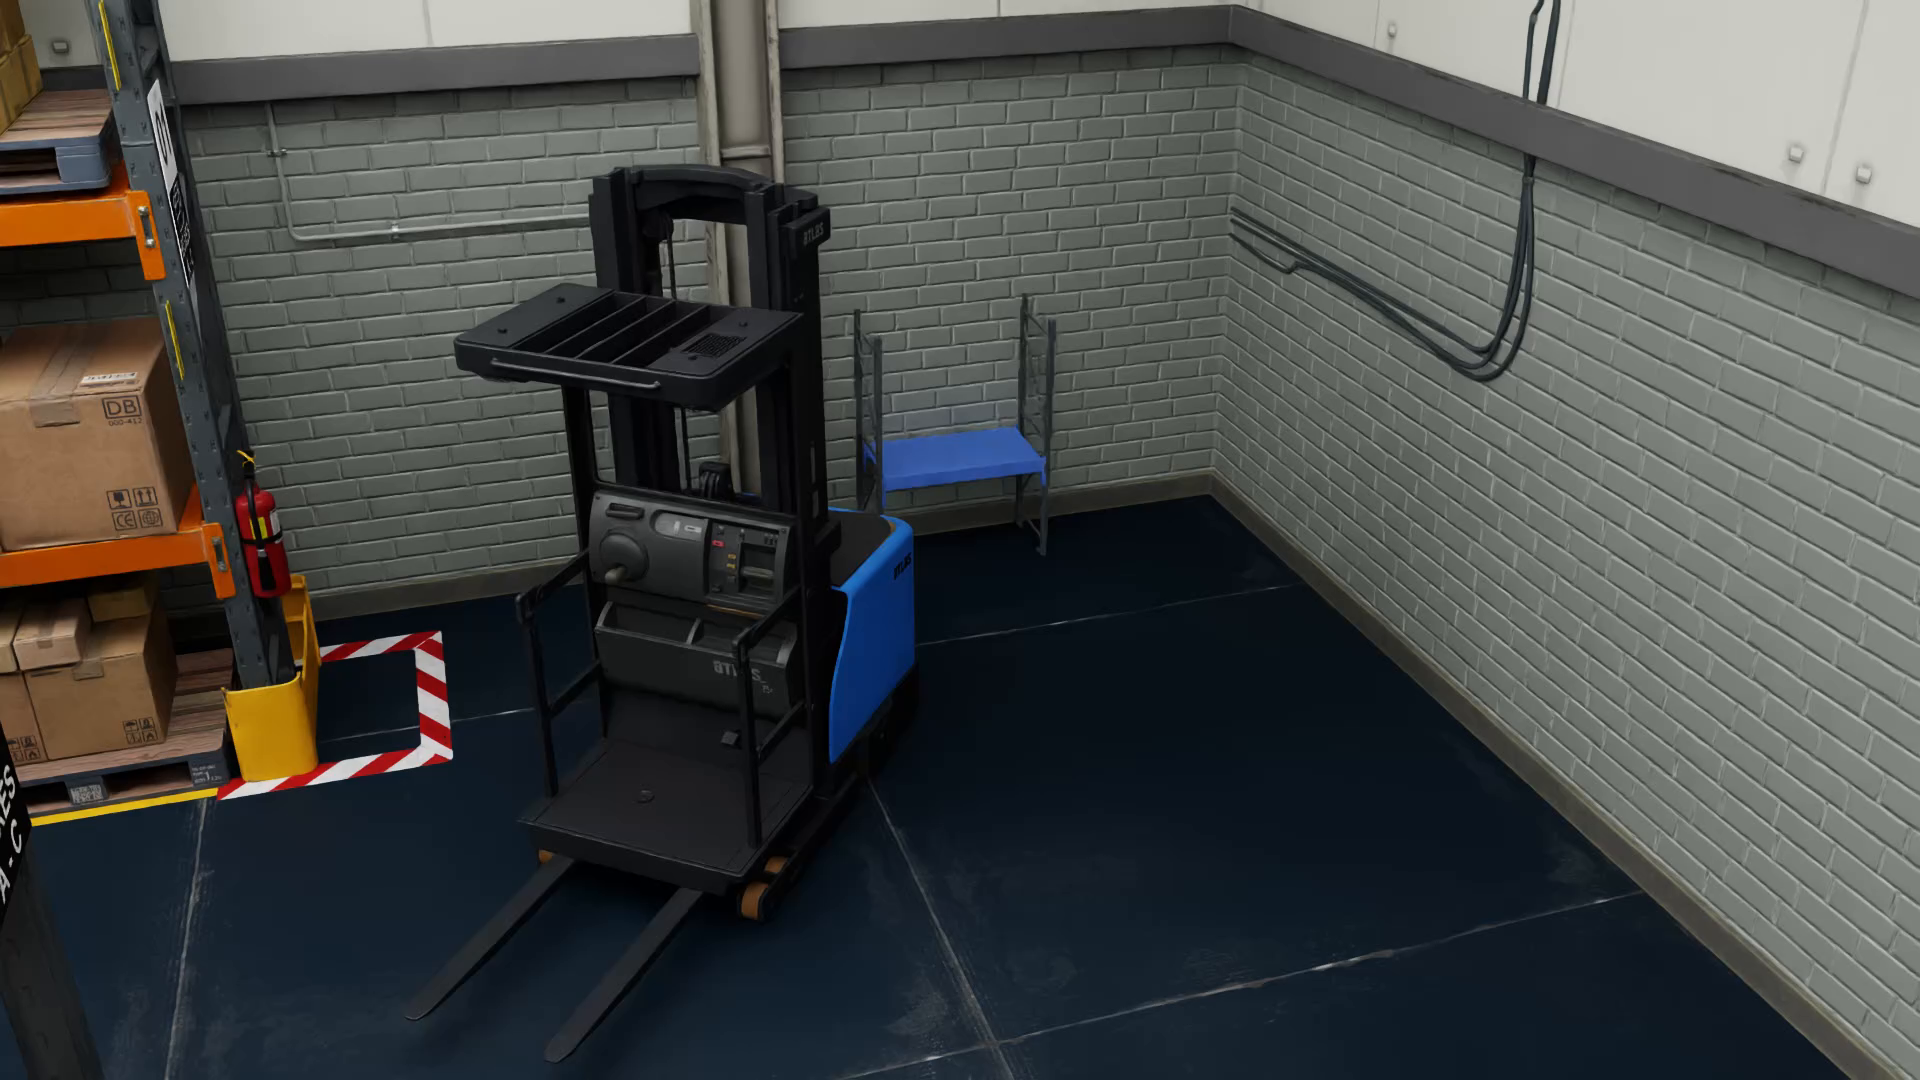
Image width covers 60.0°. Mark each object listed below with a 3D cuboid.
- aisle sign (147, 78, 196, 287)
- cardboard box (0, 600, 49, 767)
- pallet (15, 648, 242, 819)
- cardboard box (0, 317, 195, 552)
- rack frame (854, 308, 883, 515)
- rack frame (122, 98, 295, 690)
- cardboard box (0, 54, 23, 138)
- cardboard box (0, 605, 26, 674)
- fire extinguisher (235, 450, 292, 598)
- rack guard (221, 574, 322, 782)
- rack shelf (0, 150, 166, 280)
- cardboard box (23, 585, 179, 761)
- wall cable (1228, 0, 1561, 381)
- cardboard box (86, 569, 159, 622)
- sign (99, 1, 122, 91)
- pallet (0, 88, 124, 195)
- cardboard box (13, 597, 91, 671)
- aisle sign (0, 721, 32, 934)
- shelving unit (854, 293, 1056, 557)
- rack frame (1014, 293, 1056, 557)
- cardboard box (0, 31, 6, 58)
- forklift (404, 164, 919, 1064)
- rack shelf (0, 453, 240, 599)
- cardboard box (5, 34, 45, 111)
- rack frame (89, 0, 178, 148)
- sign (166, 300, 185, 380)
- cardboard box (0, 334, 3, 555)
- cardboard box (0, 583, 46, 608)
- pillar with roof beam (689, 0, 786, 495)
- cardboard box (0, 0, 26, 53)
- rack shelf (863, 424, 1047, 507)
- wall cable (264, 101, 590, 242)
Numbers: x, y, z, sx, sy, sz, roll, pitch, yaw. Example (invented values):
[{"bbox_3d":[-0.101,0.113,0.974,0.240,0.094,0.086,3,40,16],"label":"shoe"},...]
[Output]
[{"bbox_3d":[-3.297,-1.495,6.965,0.004,0.787,0.394,-8,28,-16],"label":"aisle sign"},{"bbox_3d":[-4.569,0.691,7.823,0.500,0.500,0.700,-8,28,-16],"label":"cardboard box"},{"bbox_3d":[-4.195,0.944,8.111,1.213,0.211,1.003,-8,28,-16],"label":"pallet"},{"bbox_3d":[-3.941,-0.508,7.562,0.700,0.700,0.980,-7,27,-14],"label":"cardboard box"},{"bbox_3d":[-0.527,-0.545,9.635,0.032,1.500,0.500,-8,29,-16],"label":"rack frame"},{"bbox_3d":[-3.459,-0.448,7.779,0.127,3.000,1.000,-8,28,-16],"label":"rack frame"},{"bbox_3d":[-4.073,-1.744,6.601,0.500,0.250,0.500,-7,27,-15],"label":"cardboard box"},{"bbox_3d":[-4.402,0.462,7.556,0.250,0.149,0.380,-7,27,-15],"label":"cardboard box"},{"bbox_3d":[-3.172,-0.072,7.528,0.183,0.674,0.296,-8,28,-16],"label":"fire extinguisher"},{"bbox_3d":[-3.436,0.668,8.342,0.348,0.500,1.175,-8,28,-16],"label":"rack guard"},{"bbox_3d":[-5.360,-1.194,6.717,4.000,0.370,1.077,-8,28,-16],"label":"rack shelf"},{"bbox_3d":[-4.093,0.622,7.962,0.500,0.500,0.700,-8,28,-16],"label":"cardboard box"},{"bbox_3d":[2.030,-2.372,8.400,0.112,2.526,3.097,-8,28,-16],"label":"wall cable"},{"bbox_3d":[-4.036,0.230,8.023,0.250,0.149,0.380,-8,28,-16],"label":"cardboard box"},{"bbox_3d":[-3.304,-1.921,6.467,0.005,0.325,0.100,-8,28,-16],"label":"sign"},{"bbox_3d":[-4.161,-1.645,6.917,1.213,0.211,1.003,-8,28,-16],"label":"pallet"},{"bbox_3d":[-4.159,0.426,7.627,0.250,0.149,0.380,-9,28,-17],"label":"cardboard box"},{"bbox_3d":[-1.947,0.348,3.252,0.004,0.787,0.394,-8,28,-16],"label":"aisle sign"},{"bbox_3d":[-0.043,-0.611,9.775,1.048,1.500,0.538,-8,29,-16],"label":"shelving unit"},{"bbox_3d":[0.442,-0.677,9.915,0.032,1.500,0.500,-8,29,-16],"label":"rack frame"},{"bbox_3d":[-4.070,-2.077,6.428,0.500,0.500,0.500,-8,28,-16],"label":"cardboard box"},{"bbox_3d":[-1.214,0.084,6.785,1.130,2.935,3.031,10,28,19],"label":"forklift"},{"bbox_3d":[-5.360,0.150,7.384,4.000,0.370,1.077,-8,28,-16],"label":"rack shelf"},{"bbox_3d":[-4.229,-1.960,7.036,0.500,0.250,0.500,-7,27,-13],"label":"cardboard box"},{"bbox_3d":[-3.459,-3.135,6.445,0.127,3.000,1.000,-8,28,-16],"label":"rack frame"},{"bbox_3d":[-3.304,-0.841,7.003,0.005,0.325,0.100,-8,28,-16],"label":"sign"},{"bbox_3d":[-4.629,-0.403,7.351,0.700,0.700,0.980,-8,28,-17],"label":"cardboard box"},{"bbox_3d":[-4.518,0.300,7.882,0.250,0.149,0.380,-8,28,-16],"label":"cardboard box"},{"bbox_3d":[0.174,-2.052,4.264,0.400,9.000,9.100,-8,28,-16],"label":"pillar with roof beam"},{"bbox_3d":[-4.228,-2.295,6.866,0.500,0.500,0.500,-9,28,-18],"label":"cardboard box"},{"bbox_3d":[-0.045,-0.452,9.858,1.000,0.185,0.538,-8,29,-16],"label":"rack shelf"},{"bbox_3d":[-2.534,-1.479,8.714,1.851,1.984,0.084,-8,28,-16],"label":"wall cable"}]
